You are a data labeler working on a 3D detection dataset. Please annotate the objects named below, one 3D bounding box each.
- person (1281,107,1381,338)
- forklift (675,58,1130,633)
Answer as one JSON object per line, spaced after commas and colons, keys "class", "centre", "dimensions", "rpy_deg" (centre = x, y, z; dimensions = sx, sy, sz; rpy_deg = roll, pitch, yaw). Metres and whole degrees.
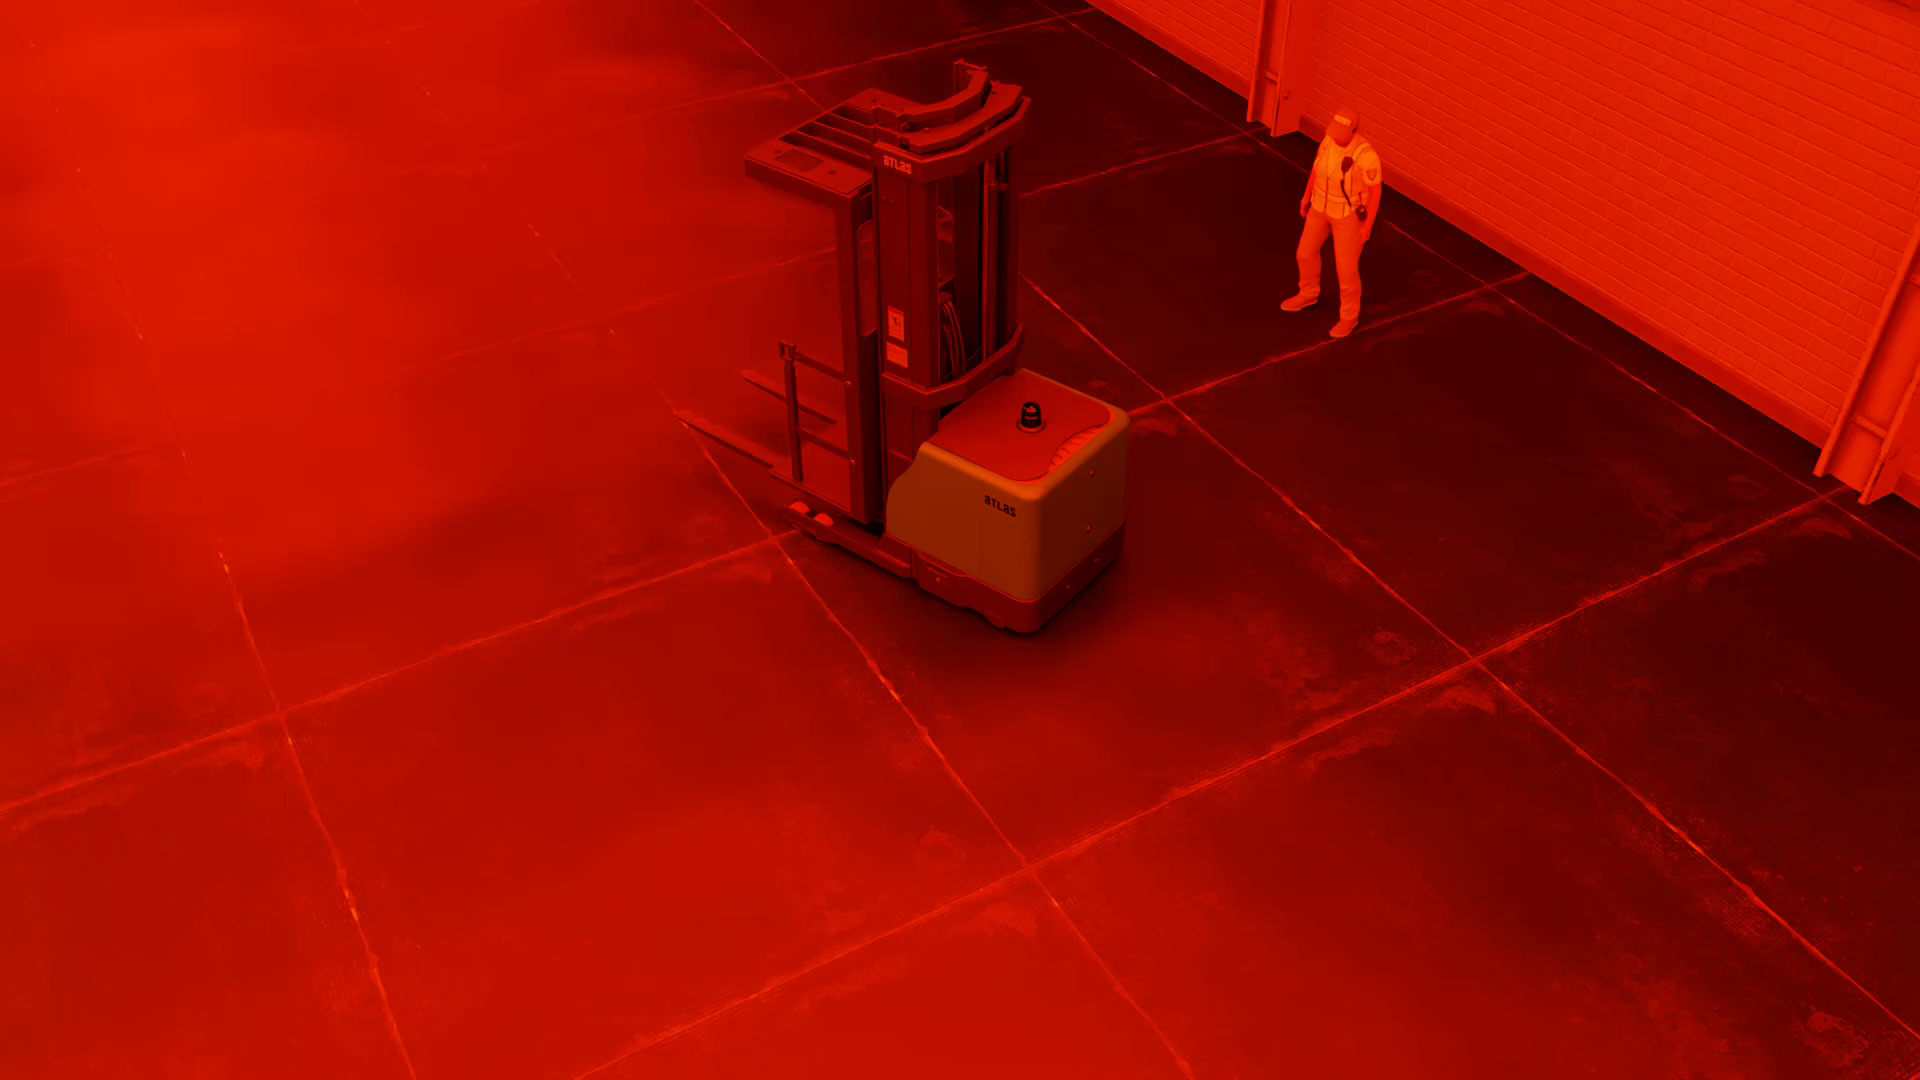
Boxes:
{"class": "person", "centre": [2.682, -2.312, 11.825], "dimensions": [0.470, 1.659, 0.642], "rpy_deg": [-29, 48, -30]}
{"class": "forklift", "centre": [-0.481, -1.366, 9.683], "dimensions": [3.031, 2.935, 1.130], "rpy_deg": [26, 46, 28]}
